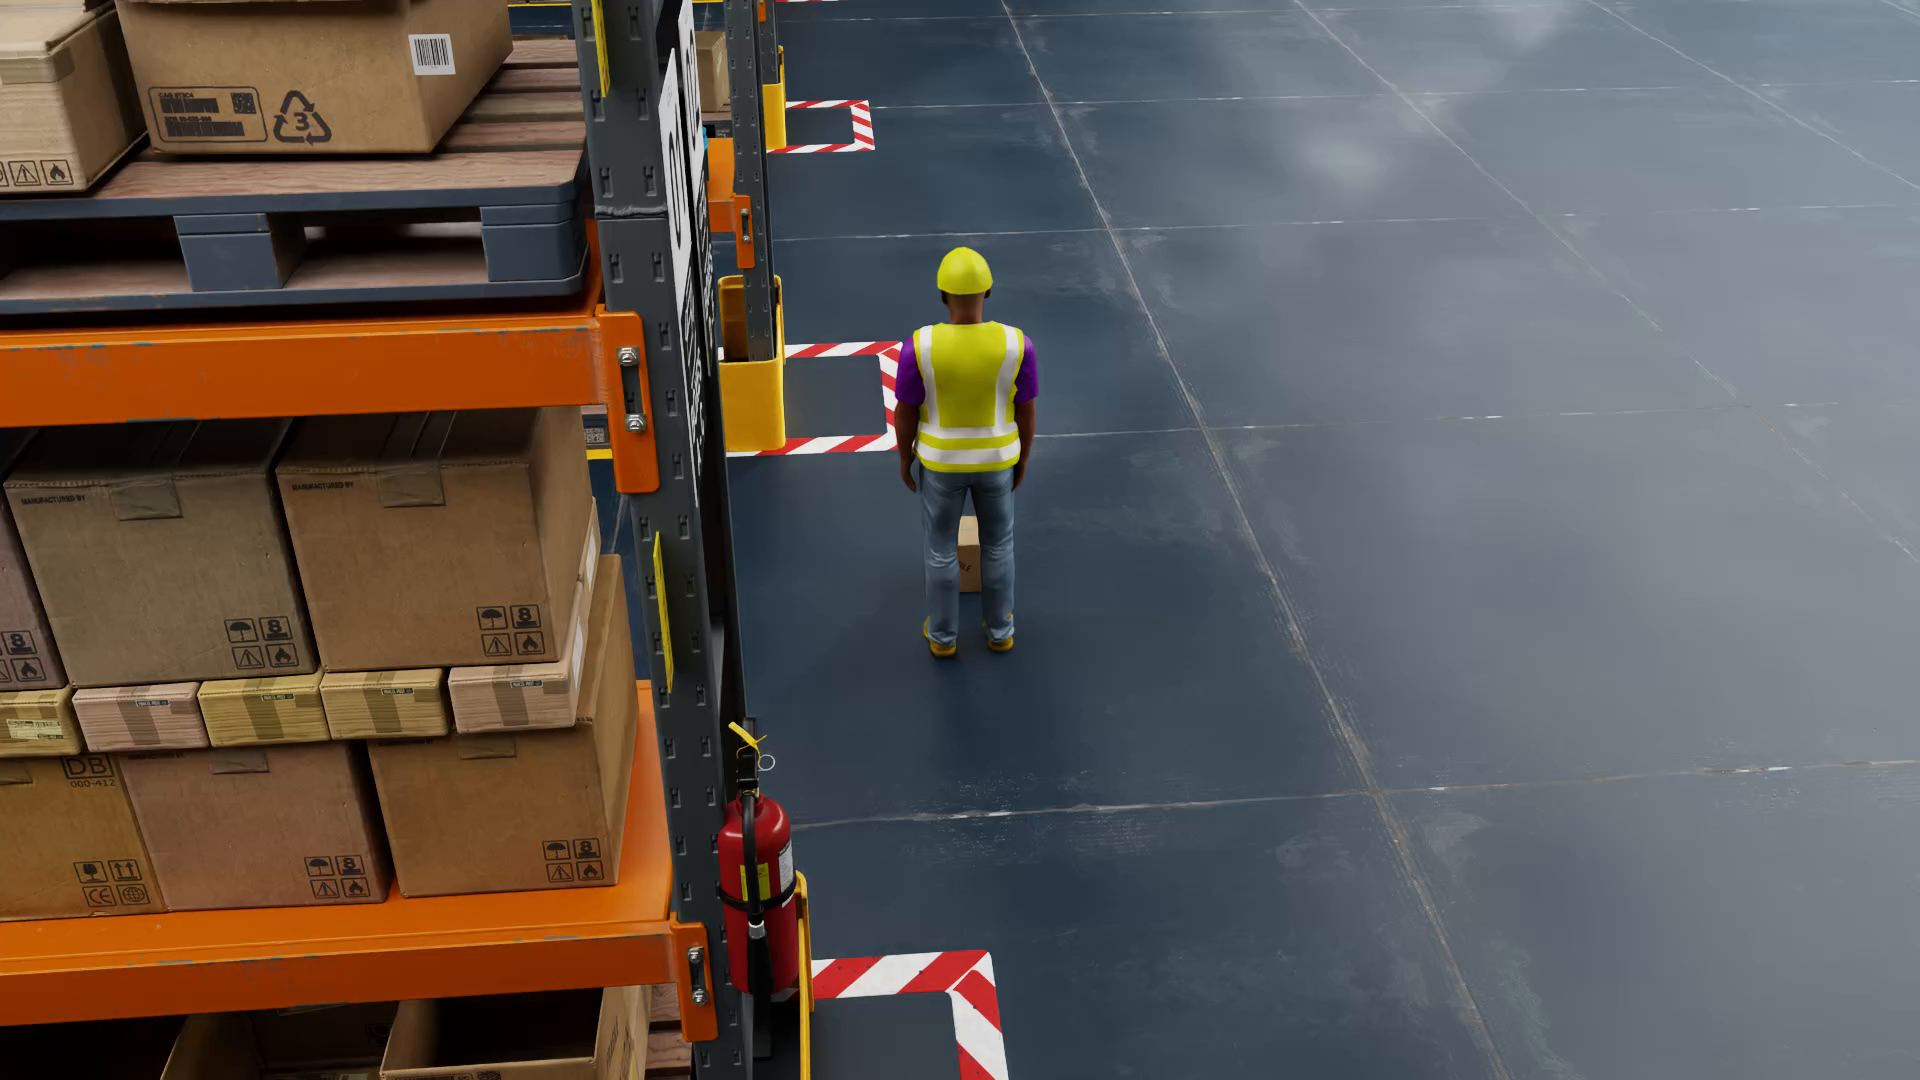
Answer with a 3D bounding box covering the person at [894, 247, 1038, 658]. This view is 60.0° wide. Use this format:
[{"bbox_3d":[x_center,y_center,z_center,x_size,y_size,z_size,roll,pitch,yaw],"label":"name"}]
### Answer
[{"bbox_3d":[0.020,-0.333,6.673,0.563,1.760,0.365,-2,31,-3],"label":"person"}]
